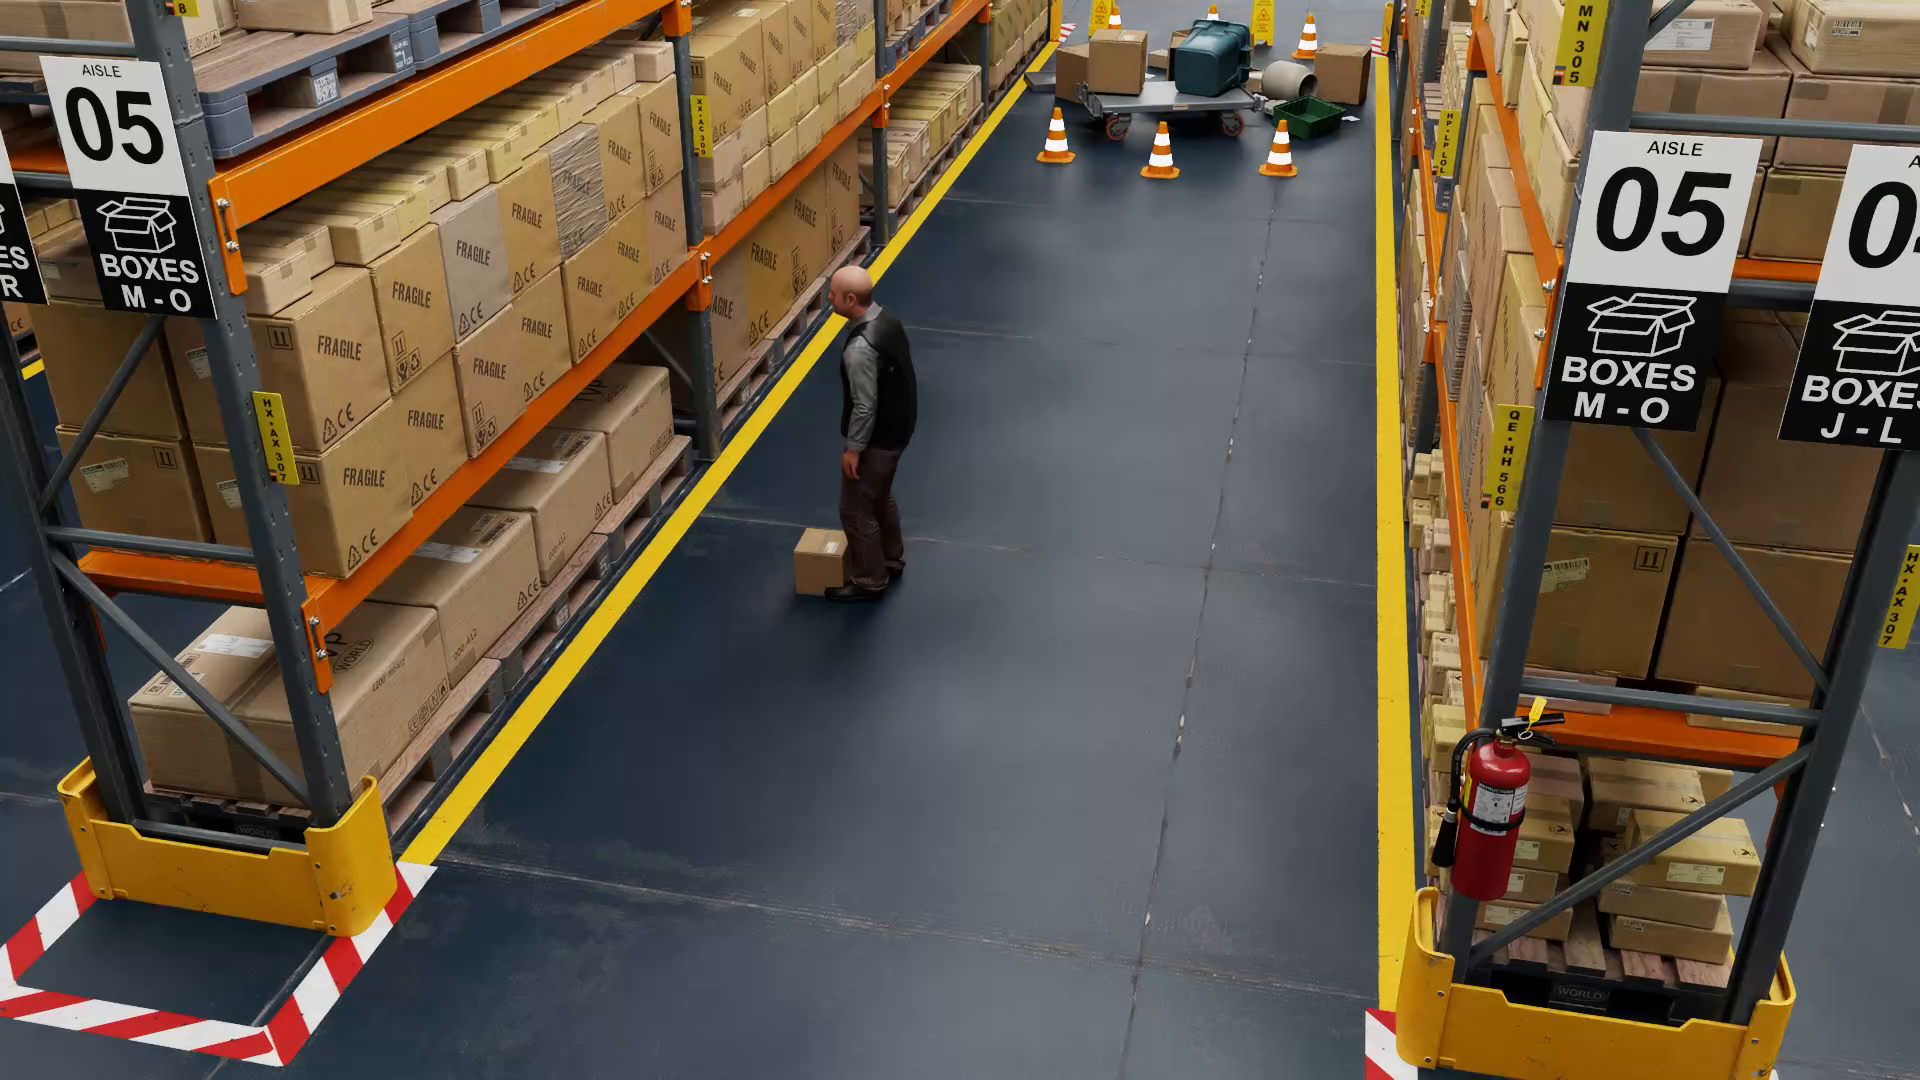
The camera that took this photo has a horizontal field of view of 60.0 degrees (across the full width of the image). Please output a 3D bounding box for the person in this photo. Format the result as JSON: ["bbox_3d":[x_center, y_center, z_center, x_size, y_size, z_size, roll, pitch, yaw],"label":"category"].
[{"bbox_3d":[-0.436,-0.507,8.080,0.461,1.721,0.581,6,29,10],"label":"person"}]
